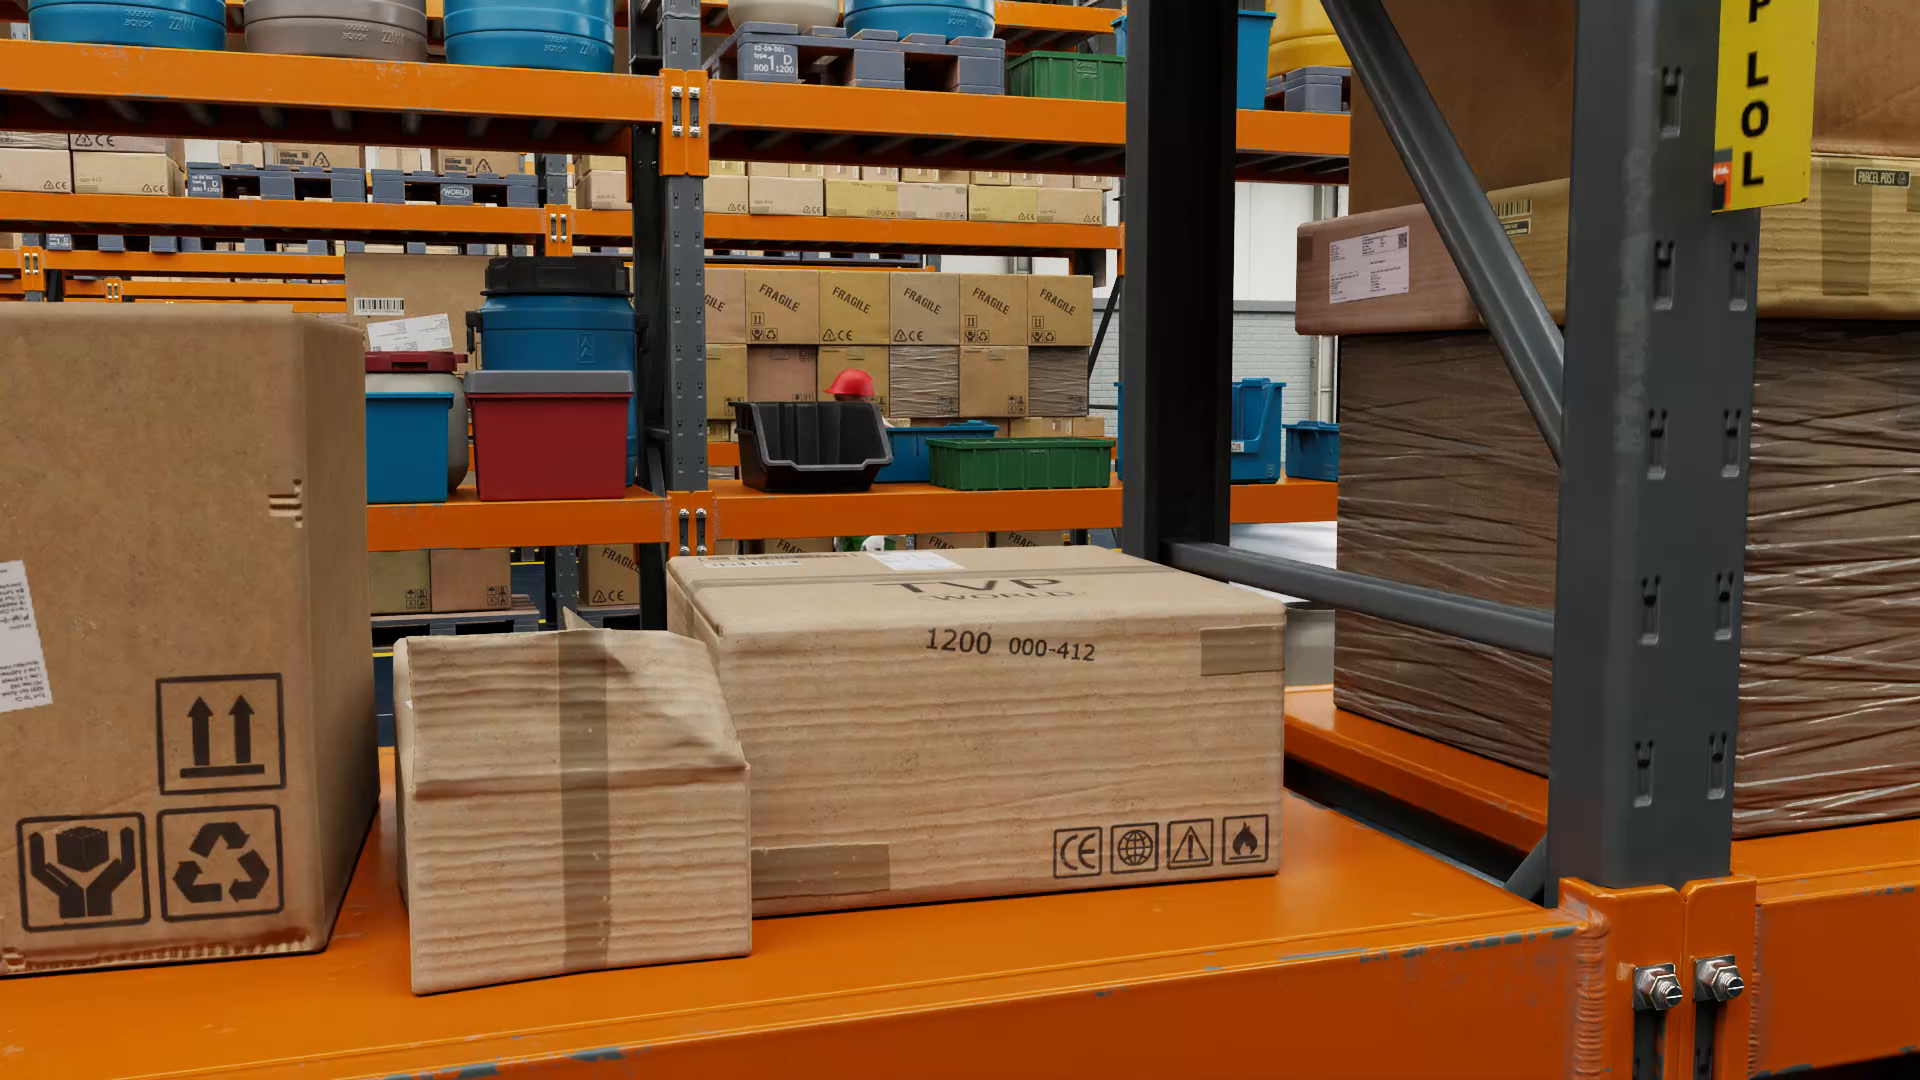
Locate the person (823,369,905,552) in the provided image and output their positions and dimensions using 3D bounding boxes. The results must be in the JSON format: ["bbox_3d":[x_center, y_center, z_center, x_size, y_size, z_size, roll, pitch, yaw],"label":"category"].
[{"bbox_3d":[-0.518,-0.023,8.928,0.453,1.779,0.621,-2,6,-20],"label":"person"}]
